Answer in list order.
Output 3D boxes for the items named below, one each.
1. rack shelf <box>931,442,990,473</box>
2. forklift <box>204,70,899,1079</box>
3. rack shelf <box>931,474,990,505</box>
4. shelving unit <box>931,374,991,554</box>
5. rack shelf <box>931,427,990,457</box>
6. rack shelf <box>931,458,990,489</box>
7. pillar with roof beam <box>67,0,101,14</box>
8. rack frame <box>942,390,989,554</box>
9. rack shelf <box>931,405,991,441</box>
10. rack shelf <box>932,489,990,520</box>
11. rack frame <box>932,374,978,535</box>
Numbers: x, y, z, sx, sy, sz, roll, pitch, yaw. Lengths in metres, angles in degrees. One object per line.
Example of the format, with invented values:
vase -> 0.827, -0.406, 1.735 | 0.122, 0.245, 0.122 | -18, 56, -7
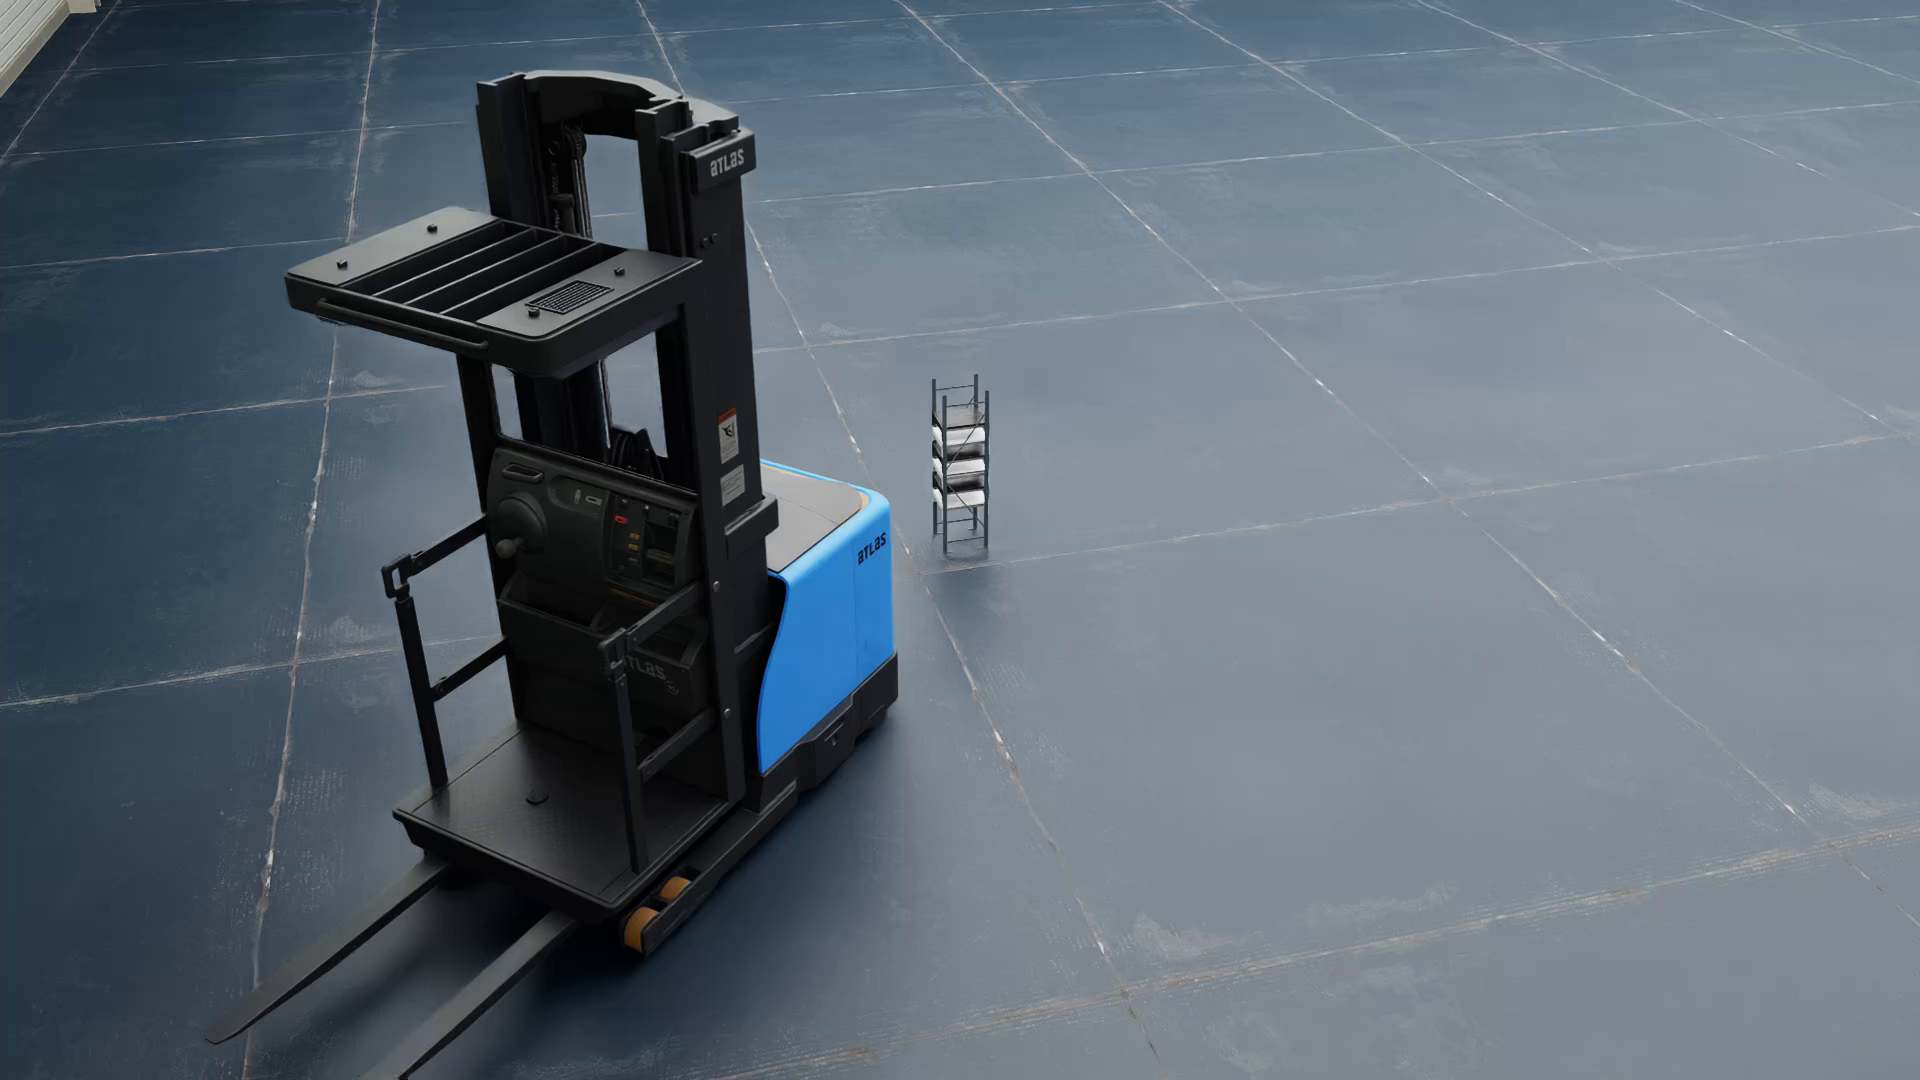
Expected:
rack shelf -> 0.002, -0.435, 8.489 | 0.258, 0.077, 0.200 | -8, 31, -13
forklift -> -1.446, -0.011, 5.843 | 1.130, 2.935, 3.031 | 16, 34, 26
rack shelf -> 0.002, -0.279, 8.580 | 0.258, 0.077, 0.200 | -8, 31, -13
shelving unit -> 0.002, -0.386, 8.518 | 0.258, 0.900, 0.210 | -8, 31, -13
rack shelf -> 0.002, -0.512, 8.444 | 0.258, 0.077, 0.200 | -8, 31, -13
rack shelf -> 0.002, -0.357, 8.534 | 0.258, 0.077, 0.200 | -8, 31, -13
pillar with roof beam -> -6.126, -10.695, 18.245 | 9.100, 9.000, 0.400 | -8, 31, -13
rack frame -> 0.029, -0.336, 8.433 | 0.240, 0.900, 0.006 | -8, 31, -13
rack shelf -> 0.002, -0.590, 8.399 | 0.258, 0.077, 0.200 | -8, 31, -13
rack shelf -> 0.002, -0.201, 8.625 | 0.258, 0.077, 0.200 | -8, 31, -13
rack frame -> -0.025, -0.435, 8.603 | 0.240, 0.900, 0.006 | -8, 31, -13
